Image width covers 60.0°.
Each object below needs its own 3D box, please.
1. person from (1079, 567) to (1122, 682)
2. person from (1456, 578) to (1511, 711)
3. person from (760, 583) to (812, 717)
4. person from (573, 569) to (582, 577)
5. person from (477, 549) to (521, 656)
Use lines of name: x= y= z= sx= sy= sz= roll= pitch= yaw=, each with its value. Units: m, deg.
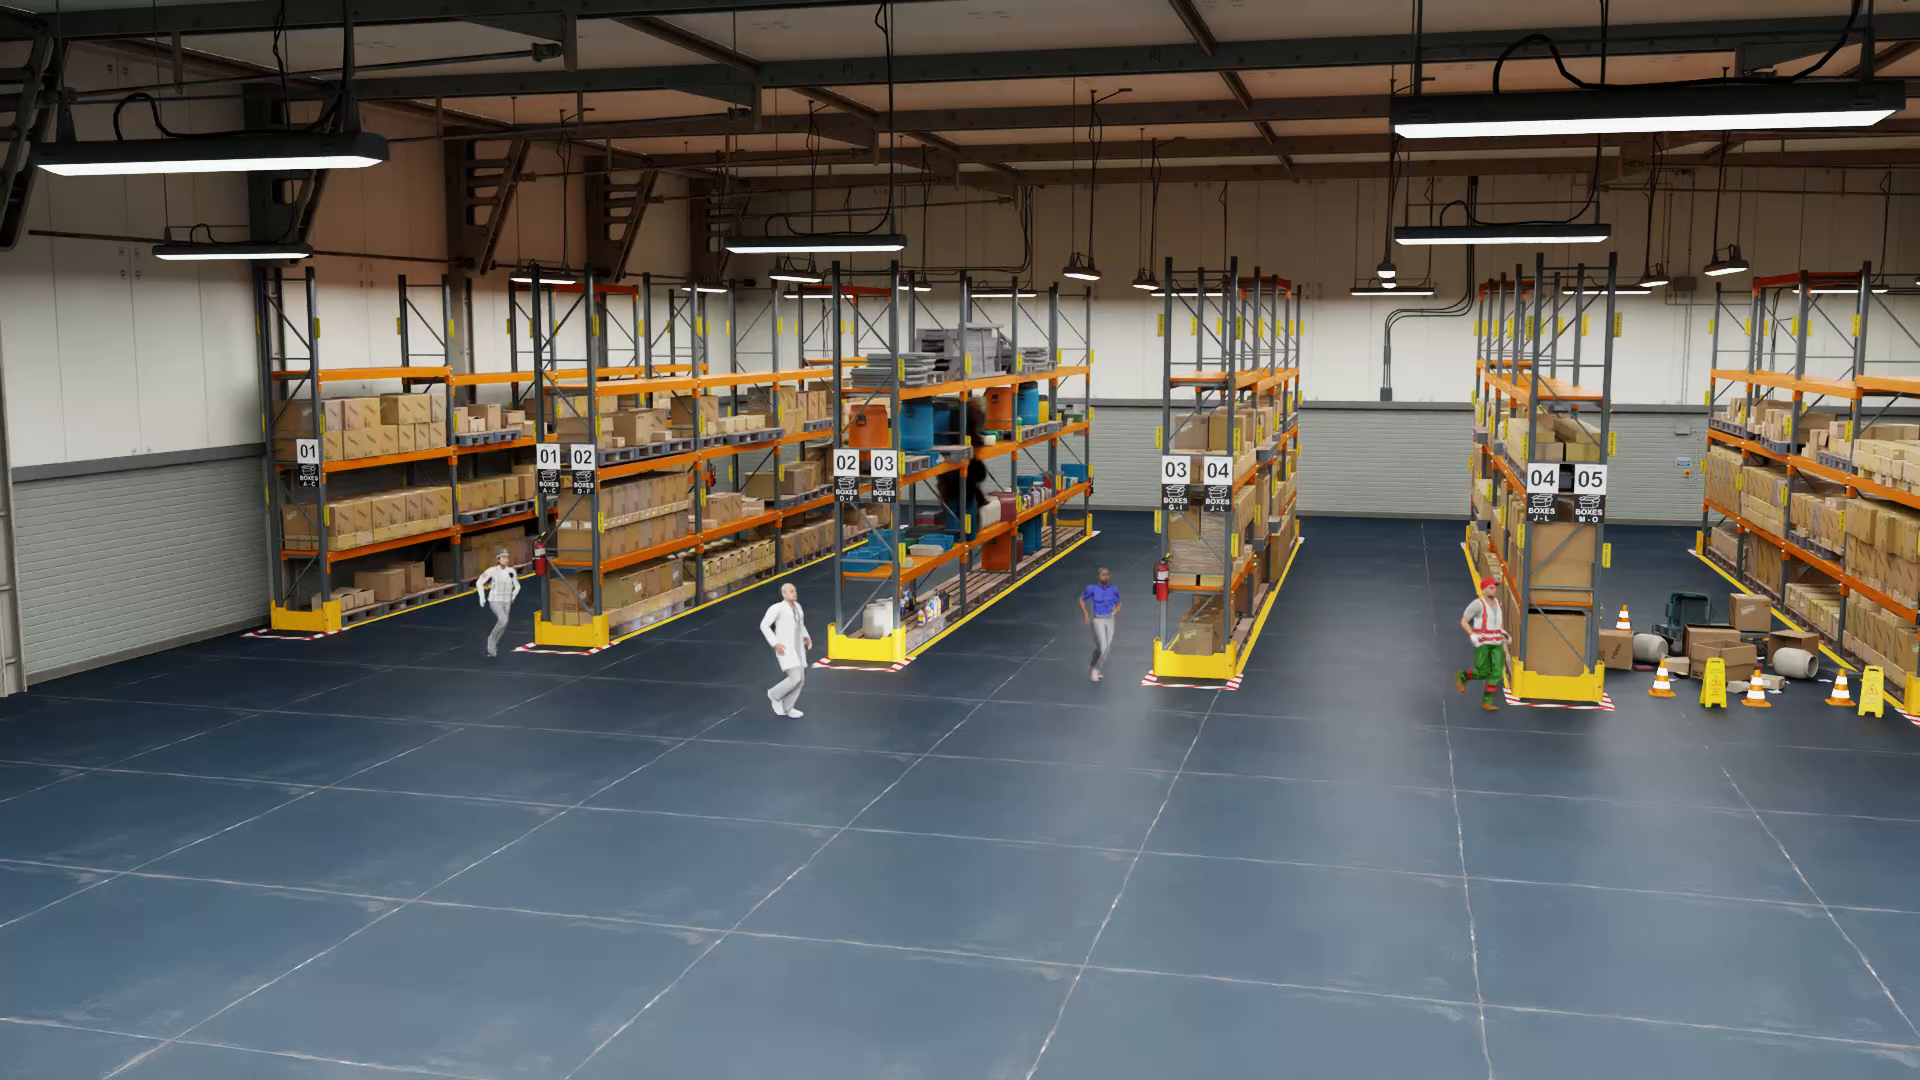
person: x=2.023 y=1.200 z=23.599 sx=0.538 sy=1.641 sz=0.656 roll=-2 pitch=8 yaw=-18
person: x=6.960 y=1.365 z=22.027 sx=0.659 sy=1.752 sz=0.757 roll=-3 pitch=8 yaw=-21
person: x=-2.212 y=1.426 z=21.458 sx=0.574 sy=1.742 sz=0.703 roll=5 pitch=9 yaw=36
person: x=-6.995 y=0.309 z=30.564 sx=0.584 sy=1.750 sz=0.718 roll=2 pitch=7 yaw=15
person: x=-6.993 y=0.959 z=25.453 sx=0.611 sy=1.647 sz=0.568 roll=-6 pitch=10 yaw=-42
